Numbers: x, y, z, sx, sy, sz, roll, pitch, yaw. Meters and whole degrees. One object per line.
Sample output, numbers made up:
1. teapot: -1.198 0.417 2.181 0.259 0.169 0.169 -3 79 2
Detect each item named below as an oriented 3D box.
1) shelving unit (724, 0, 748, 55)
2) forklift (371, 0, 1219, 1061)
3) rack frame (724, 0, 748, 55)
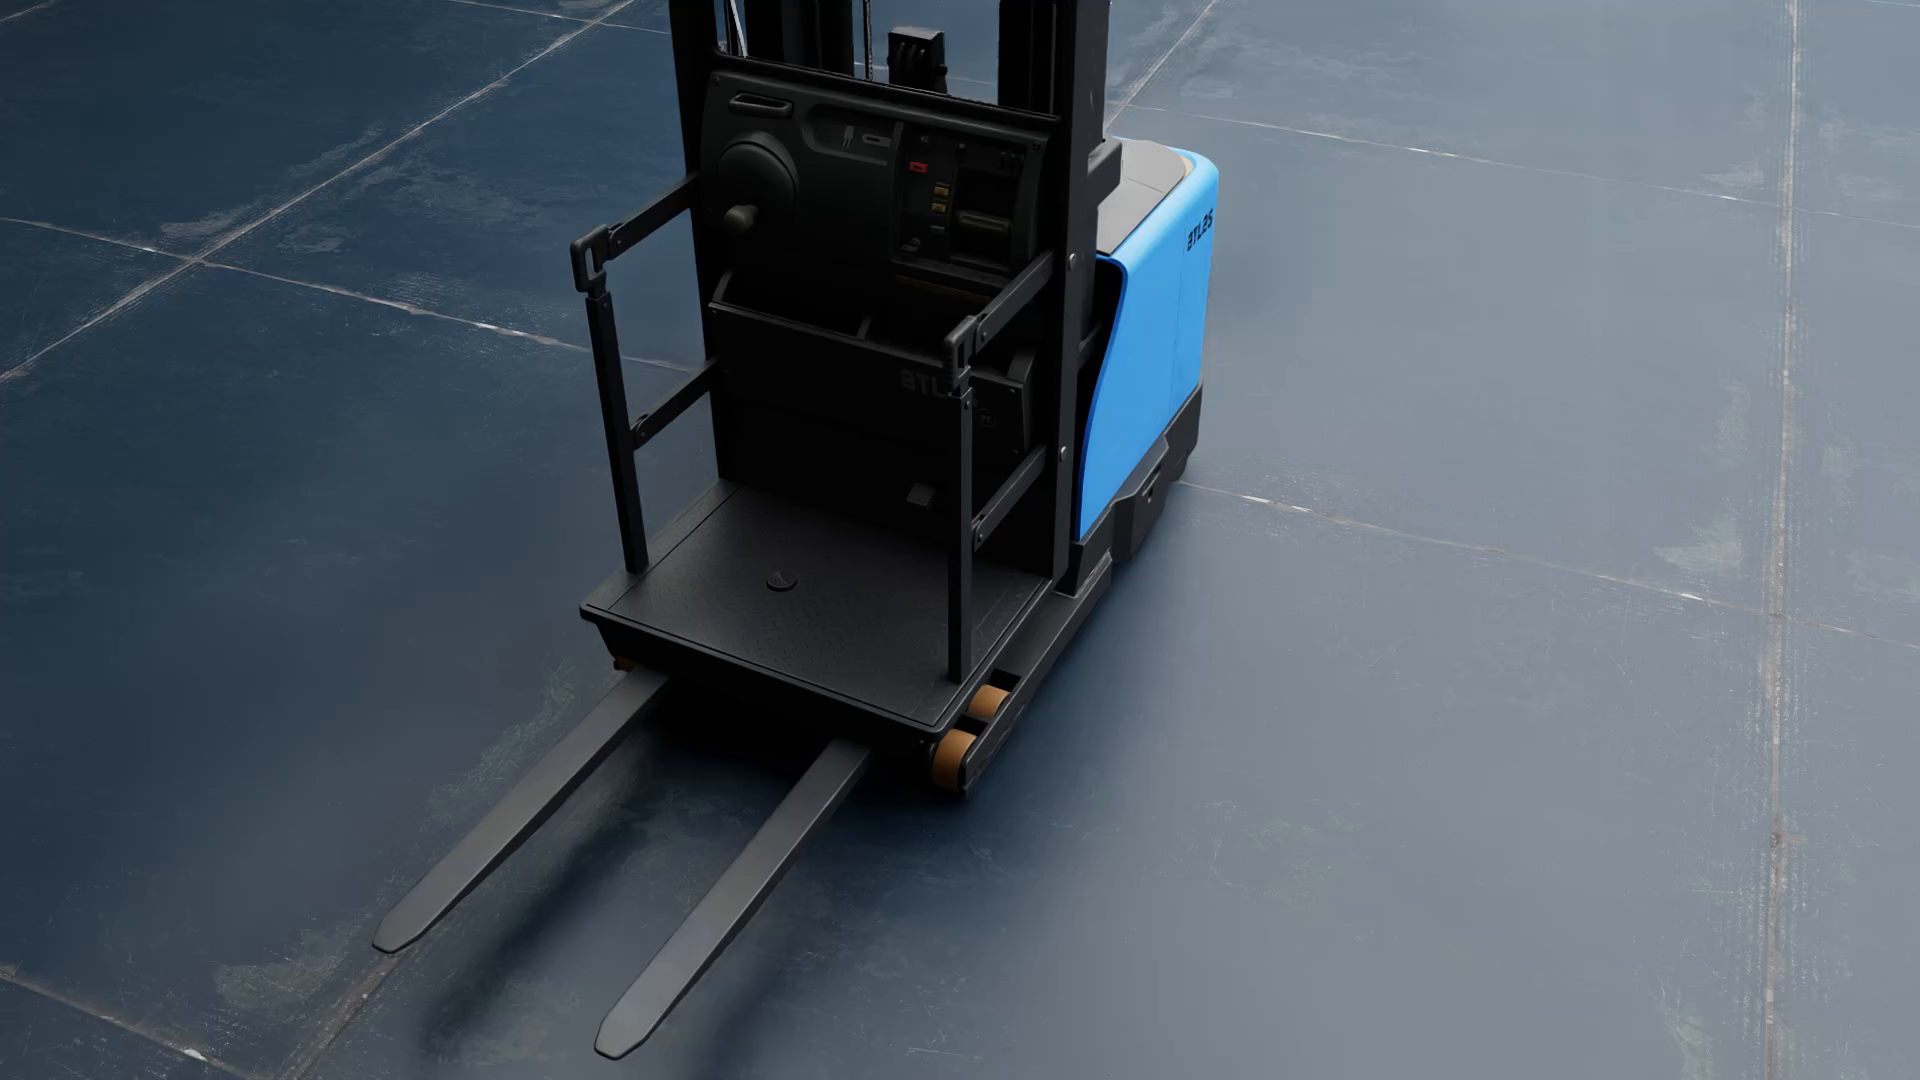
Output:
1. shelving unit: -0.201 -1.371 5.832 1.083 1.500 0.587 -13 39 -17
2. forklift: -0.322 -0.818 3.896 1.130 2.935 3.031 17 40 21
3. rack frame: -0.682 -1.257 5.679 0.032 1.500 0.500 -13 39 -17
